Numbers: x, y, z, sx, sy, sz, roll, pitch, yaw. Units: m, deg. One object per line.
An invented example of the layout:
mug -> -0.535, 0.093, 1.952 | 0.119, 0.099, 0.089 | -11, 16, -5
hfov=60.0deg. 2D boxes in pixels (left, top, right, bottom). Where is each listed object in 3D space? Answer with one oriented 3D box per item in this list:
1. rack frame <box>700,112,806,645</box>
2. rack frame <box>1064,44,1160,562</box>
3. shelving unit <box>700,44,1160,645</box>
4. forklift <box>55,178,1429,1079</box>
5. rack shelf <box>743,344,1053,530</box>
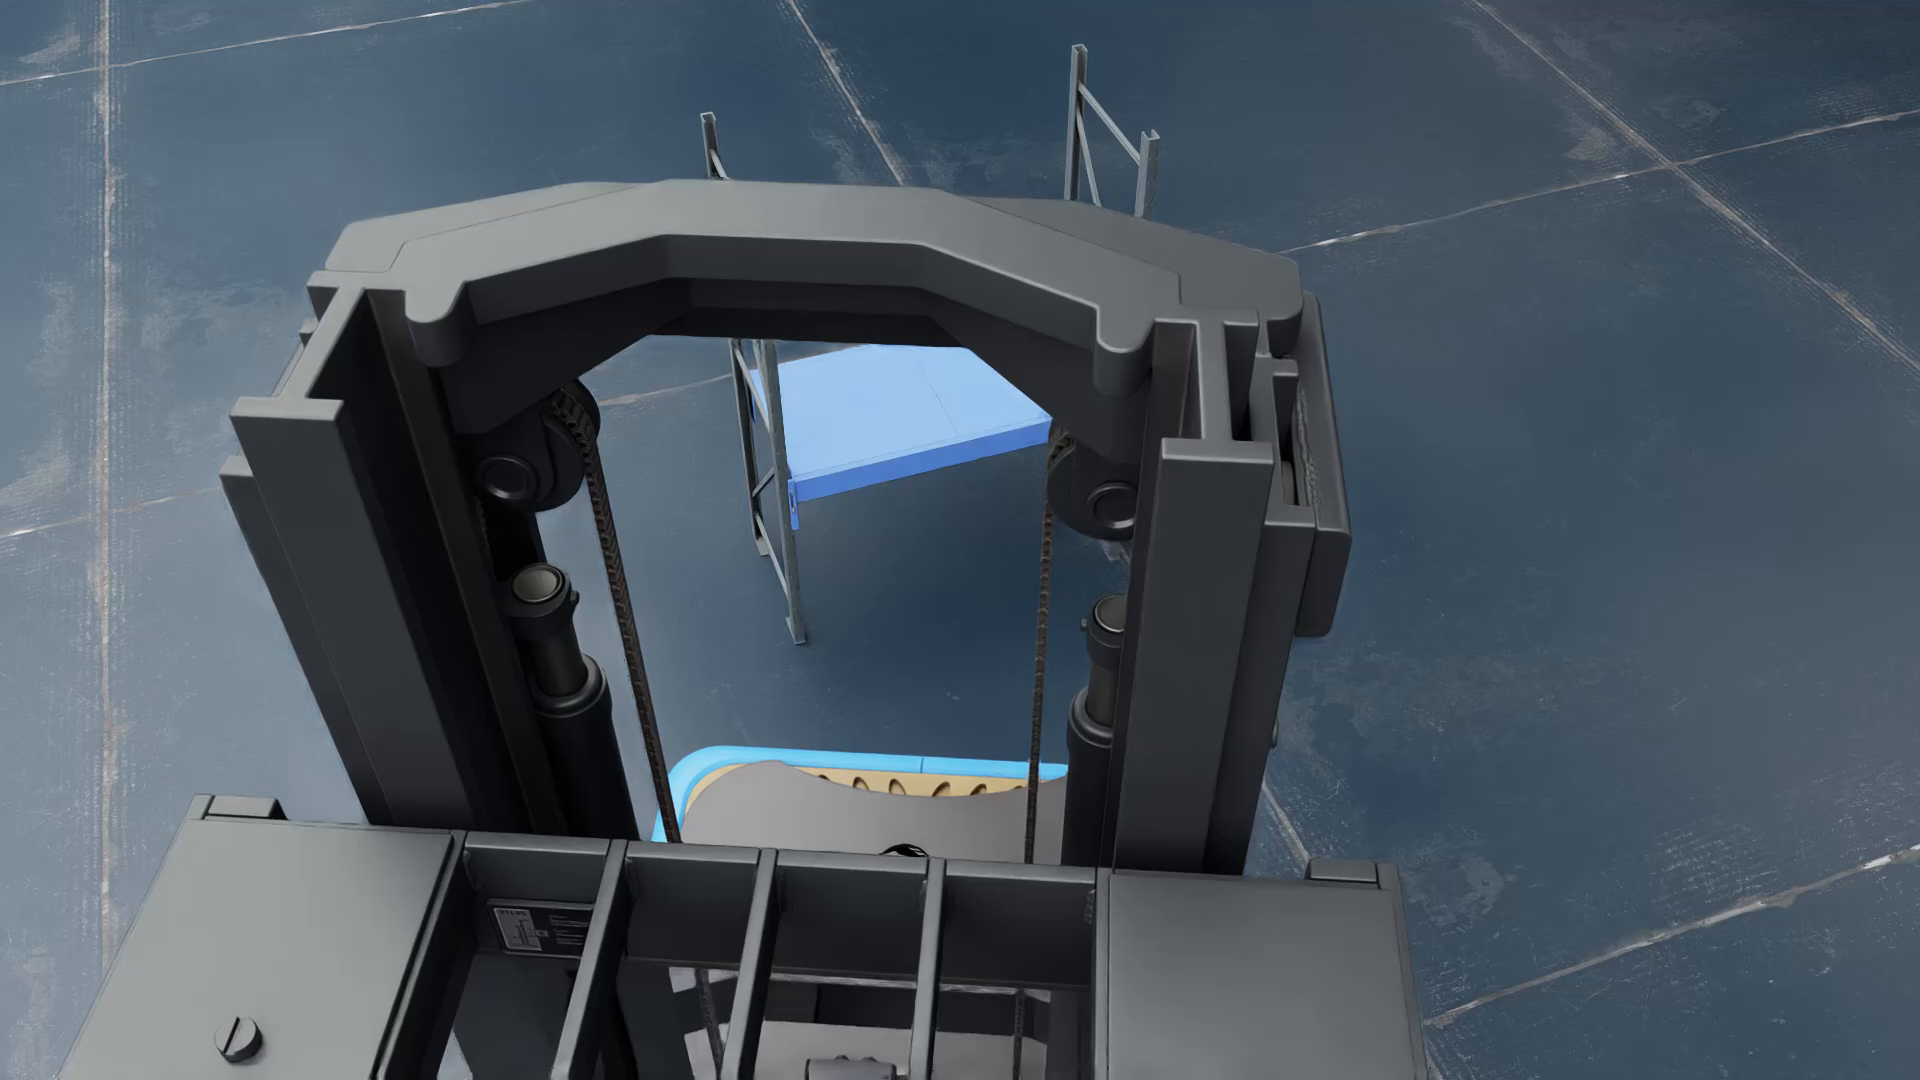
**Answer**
rack frame -> -0.558, -0.387, 4.576 | 0.032, 1.500, 0.500 | -14, 47, -14
rack frame -> 0.398, -0.631, 4.820 | 0.032, 1.500, 0.500 | -14, 47, -14
shelving unit -> -0.080, -0.509, 4.698 | 1.048, 1.500, 0.538 | -14, 47, -14
forklift -> -0.177, 1.197, 1.988 | 1.130, 2.935, 3.031 | 3, 45, 3
rack shelf -> -0.080, -0.382, 4.826 | 1.000, 0.185, 0.538 | -14, 47, -14
